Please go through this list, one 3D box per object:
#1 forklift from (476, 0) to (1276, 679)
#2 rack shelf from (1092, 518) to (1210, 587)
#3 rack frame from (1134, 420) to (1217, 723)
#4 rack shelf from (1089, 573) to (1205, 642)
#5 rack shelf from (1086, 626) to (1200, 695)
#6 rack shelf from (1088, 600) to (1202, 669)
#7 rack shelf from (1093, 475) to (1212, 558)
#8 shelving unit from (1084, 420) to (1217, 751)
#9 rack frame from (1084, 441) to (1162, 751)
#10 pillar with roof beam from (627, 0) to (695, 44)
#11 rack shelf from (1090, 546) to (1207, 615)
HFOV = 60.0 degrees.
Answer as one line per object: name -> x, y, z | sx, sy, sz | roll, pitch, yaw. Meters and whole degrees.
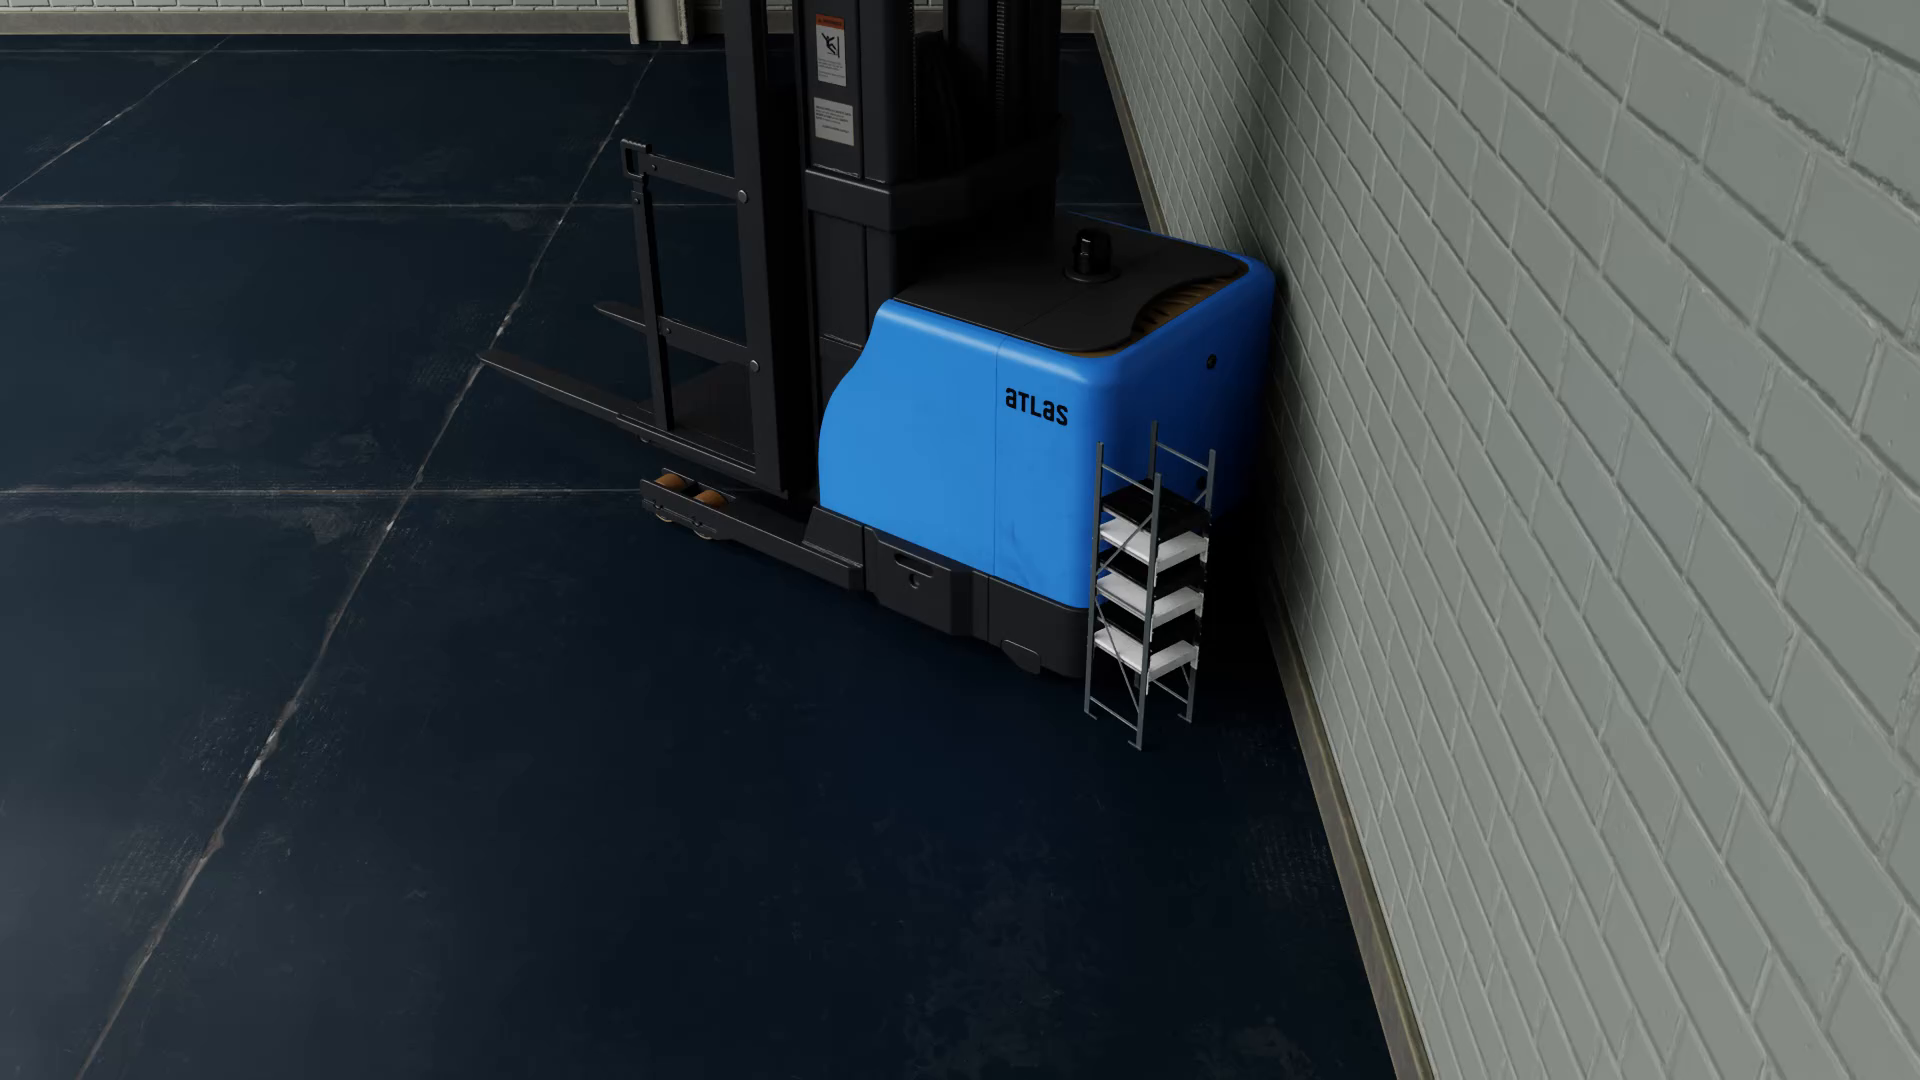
forklift -> -0.497, -1.450, 5.315 | 3.031, 2.935, 1.130 | 22, 37, 31
rack shelf -> 0.524, 0.011, 4.582 | 0.200, 0.077, 0.258 | -23, 38, -32
rack frame -> 0.603, 0.103, 4.712 | 0.006, 0.900, 0.240 | -23, 38, -32
rack shelf -> 0.524, 0.165, 4.675 | 0.200, 0.077, 0.258 | -23, 38, -32
rack shelf -> 0.524, 0.319, 4.768 | 0.200, 0.077, 0.258 | -23, 38, -32
rack shelf -> 0.524, 0.242, 4.722 | 0.200, 0.077, 0.258 | -23, 38, -32
rack shelf -> 0.524, -0.066, 4.535 | 0.200, 0.077, 0.258 | -23, 38, -32
shelving unit -> 0.524, 0.136, 4.658 | 0.210, 0.900, 0.258 | -23, 38, -32
rack frame -> 0.444, 0.170, 4.603 | 0.006, 0.900, 0.240 | -23, 38, -32
pillar with roof beam -> -2.014, -5.069, 5.429 | 0.400, 9.000, 9.100 | 0, 31, 0
rack shelf -> 0.524, 0.088, 4.628 | 0.200, 0.077, 0.258 | -23, 38, -32
